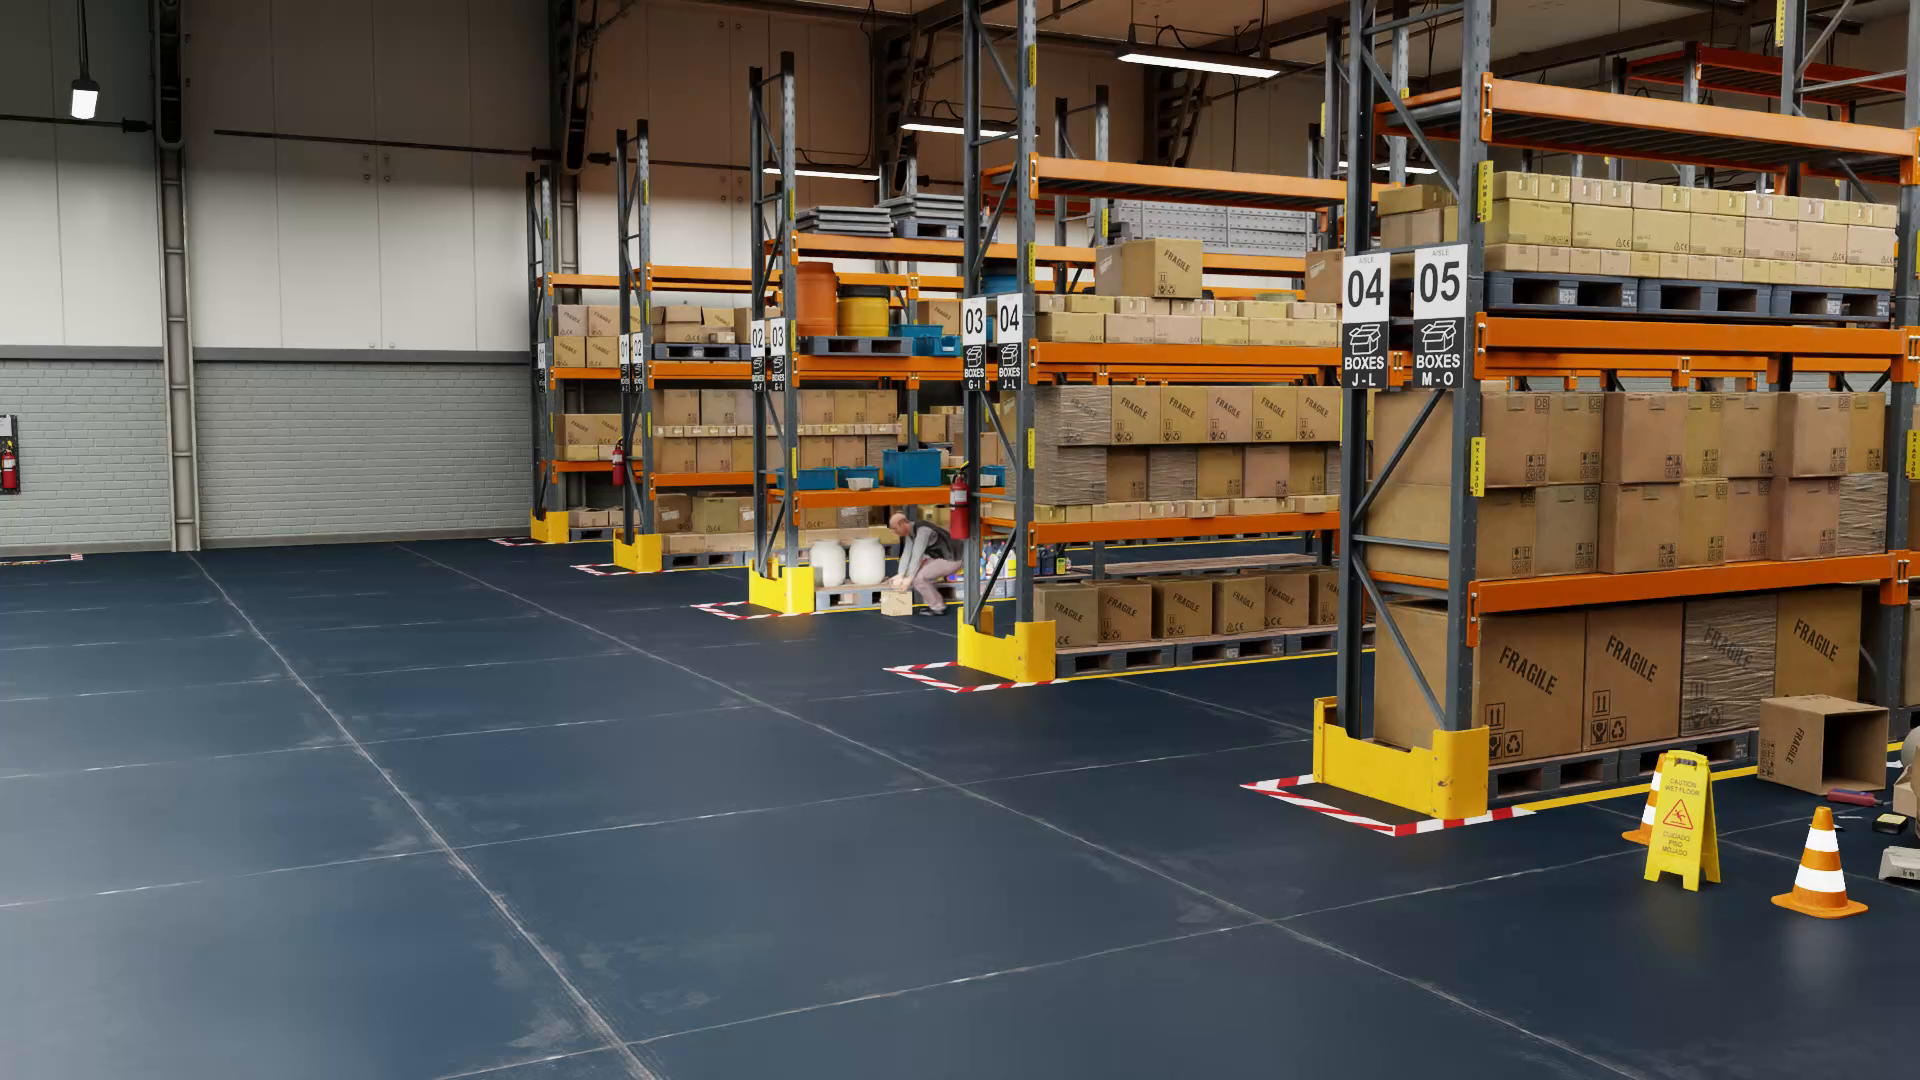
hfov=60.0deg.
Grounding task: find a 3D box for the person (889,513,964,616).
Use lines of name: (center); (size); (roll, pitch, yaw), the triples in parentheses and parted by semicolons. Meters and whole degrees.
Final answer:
person: (-0.353, 0.256, 17.986); (0.830, 1.111, 0.563); (-1, 5, -10)
